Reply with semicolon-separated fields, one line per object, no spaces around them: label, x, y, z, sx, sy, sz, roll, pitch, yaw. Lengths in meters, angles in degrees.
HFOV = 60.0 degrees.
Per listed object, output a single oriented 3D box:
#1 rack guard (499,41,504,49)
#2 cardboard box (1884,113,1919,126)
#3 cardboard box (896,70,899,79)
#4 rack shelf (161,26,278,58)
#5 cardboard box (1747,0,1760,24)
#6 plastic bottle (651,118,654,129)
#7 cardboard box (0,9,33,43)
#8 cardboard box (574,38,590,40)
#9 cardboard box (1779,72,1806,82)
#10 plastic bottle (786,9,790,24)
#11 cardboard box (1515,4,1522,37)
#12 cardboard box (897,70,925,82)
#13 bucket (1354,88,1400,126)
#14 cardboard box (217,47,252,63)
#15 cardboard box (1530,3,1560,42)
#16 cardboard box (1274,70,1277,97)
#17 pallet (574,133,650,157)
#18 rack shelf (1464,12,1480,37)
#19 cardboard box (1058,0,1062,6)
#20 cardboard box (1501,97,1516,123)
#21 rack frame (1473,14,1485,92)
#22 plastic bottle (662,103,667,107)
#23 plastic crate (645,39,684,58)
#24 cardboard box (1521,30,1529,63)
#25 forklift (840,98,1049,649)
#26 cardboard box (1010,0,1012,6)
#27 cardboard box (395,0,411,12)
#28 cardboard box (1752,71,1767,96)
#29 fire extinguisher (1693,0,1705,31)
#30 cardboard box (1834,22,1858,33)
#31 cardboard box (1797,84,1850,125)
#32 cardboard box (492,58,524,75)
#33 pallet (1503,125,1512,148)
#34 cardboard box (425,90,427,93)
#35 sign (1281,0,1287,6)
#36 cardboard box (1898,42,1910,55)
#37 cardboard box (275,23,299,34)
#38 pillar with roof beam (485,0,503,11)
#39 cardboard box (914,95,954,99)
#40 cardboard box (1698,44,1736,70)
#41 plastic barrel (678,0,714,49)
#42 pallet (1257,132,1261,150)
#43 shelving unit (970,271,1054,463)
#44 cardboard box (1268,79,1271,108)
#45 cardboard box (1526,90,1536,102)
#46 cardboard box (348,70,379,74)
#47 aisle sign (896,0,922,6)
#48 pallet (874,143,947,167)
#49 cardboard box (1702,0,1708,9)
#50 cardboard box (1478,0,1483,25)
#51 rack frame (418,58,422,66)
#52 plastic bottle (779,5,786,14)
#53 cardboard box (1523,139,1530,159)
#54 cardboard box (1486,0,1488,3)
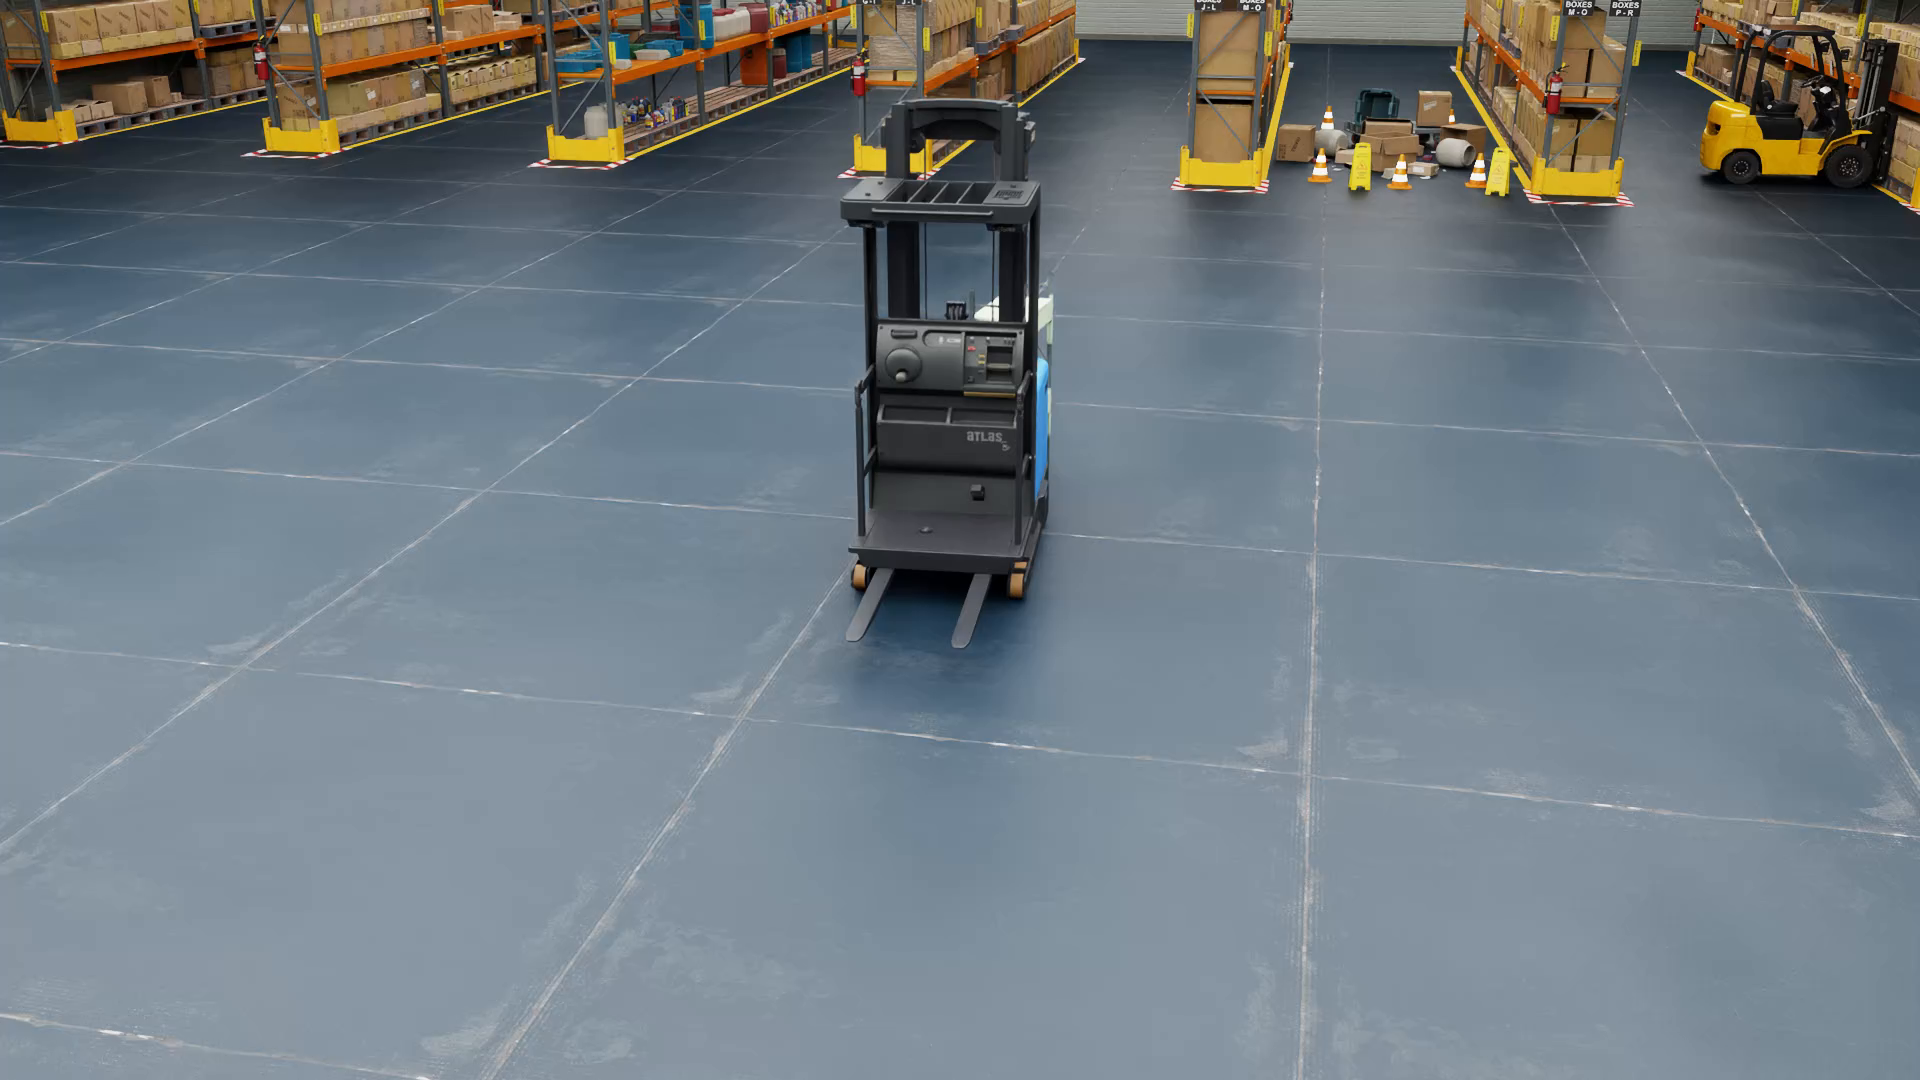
rack guard;-12.308;-12.855;42.604;1.175;0.500;0.348;4;22;11
cardboard box;13.622;-6.022;24.071;0.500;0.250;0.500;4;22;10
cardboard box;-1.122;-7.117;25.345;0.380;0.149;0.250;4;22;11
rack shelf;-14.353;-10.015;33.169;1.077;0.370;4.000;4;22;11
cardboard box;15.557;-10.170;31.894;0.700;0.500;0.500;5;22;12
plastic bottle;-5.183;-6.983;27.833;0.097;0.201;0.097;0;22;0
cardboard box;-15.689;-8.631;27.939;0.500;0.500;0.500;4;22;10
cardboard box;-8.616;-11.053;37.541;0.500;0.500;0.500;3;22;8
cardboard box;15.017;-8.351;29.990;0.380;0.149;0.250;3;22;8
plastic bottle;-3.561;-10.824;34.370;0.061;0.283;0.133;4;22;11
cardboard box;9.568;-8.665;27.758;0.500;0.500;0.500;5;23;13
cardboard box;-0.739;-6.991;25.034;0.380;0.149;0.250;4;22;11
bucket;6.850;-7.031;27.143;0.726;0.611;0.620;13;15;29
cardboard box;-14.438;-9.632;33.008;0.500;0.250;0.500;4;22;9
cardboard box;8.676;-7.497;24.083;0.700;0.500;0.500;4;22;10
cardboard box;5.831;-8.807;31.990;0.500;0.500;0.500;4;22;9
pallet;-5.738;-6.434;27.047;1.003;0.211;1.213;4;22;11
rack shelf;11.528;-11.053;35.745;1.077;0.370;4.000;4;22;11
cardboard box;1.977;-12.002;36.942;0.500;0.250;0.500;5;22;12
cardboard box;9.876;-7.415;28.705;0.950;0.372;0.625;5;23;13
rack frame;11.120;-10.655;33.795;1.000;3.000;0.127;4;22;11
plastic bottle;-5.101;-7.477;28.962;0.152;0.276;0.135;4;22;11
plastic crate;-5.023;-8.368;28.315;0.499;0.251;0.616;4;22;11
cardboard box;9.125;-7.774;26.109;0.500;0.500;0.500;4;22;11
forklift;-0.090;-1.129;10.233;1.130;2.935;3.031;3;22;8
cardboard box;0.767;-10.725;32.493;0.797;0.503;0.637;5;23;13
cardboard box;-10.097;-9.542;29.160;0.700;0.500;0.500;4;22;11
cardboard box;15.344;-8.587;31.443;0.500;0.500;0.500;4;22;9
fire extinguisher;16.374;-11.621;36.796;0.296;0.674;0.183;4;22;11
cardboard box;14.432;-8.311;26.972;0.380;0.149;0.250;5;22;11
cardboard box;14.897;-7.442;28.433;0.875;0.625;0.625;5;23;13
cardboard box;-9.060;-9.483;33.252;0.500;0.311;0.500;4;22;10
pallet;9.645;-6.721;27.758;1.003;0.211;1.213;4;22;11
cardboard box;-10.110;-8.334;31.151;0.500;0.250;0.500;4;22;10
sign;5.981;-10.029;30.689;0.100;0.325;0.005;4;22;11
cardboard box;13.690;-7.039;23.814;0.380;0.149;0.250;4;22;10
cardboard box;-10.836;-8.280;26.895;0.380;0.149;0.250;4;22;10
pillar with roof beam;-8.394;-17.514;42.795;9.100;9.000;0.400;4;22;11
cardboard box;-0.444;-7.167;27.917;0.500;0.500;0.500;12;25;28
cardboard box;16.579;-10.561;36.341;0.797;0.503;0.637;4;22;9
plastic barrel;-4.687;-9.213;29.543;0.600;0.901;0.708;4;22;11
pallet;4.389;-6.504;27.220;1.003;0.211;1.213;4;22;11
shelving unit;0.379;-1.178;12.270;0.431;1.500;0.755;7;23;17
cardboard box;5.050;-8.148;30.019;1.050;0.750;0.750;5;22;12
cardboard box;8.863;-6.774;25.405;0.380;0.149;0.250;6;23;14
cardboard box;-10.516;-7.997;29.309;0.500;0.500;0.500;4;22;11
aisle sign;-0.749;-8.182;24.175;0.394;0.787;0.004;4;22;11
pallet;-0.814;-6.051;26.094;1.003;0.211;1.213;4;22;11
cardboard box;16.440;-11.664;36.102;0.500;0.250;0.500;5;22;11
cardboard box;10.964;-10.891;34.246;0.500;0.500;0.500;5;22;11
rack frame;-13.129;-12.543;38.483;1.000;3.000;0.127;4;22;11
plastic bottle;-3.699;-10.964;34.627;0.144;0.351;0.185;4;22;11
cardboard box;8.788;-5.883;25.063;0.500;0.250;0.500;4;22;9
cardboard box;10.672;-10.838;32.777;0.500;0.500;0.500;4;22;11
